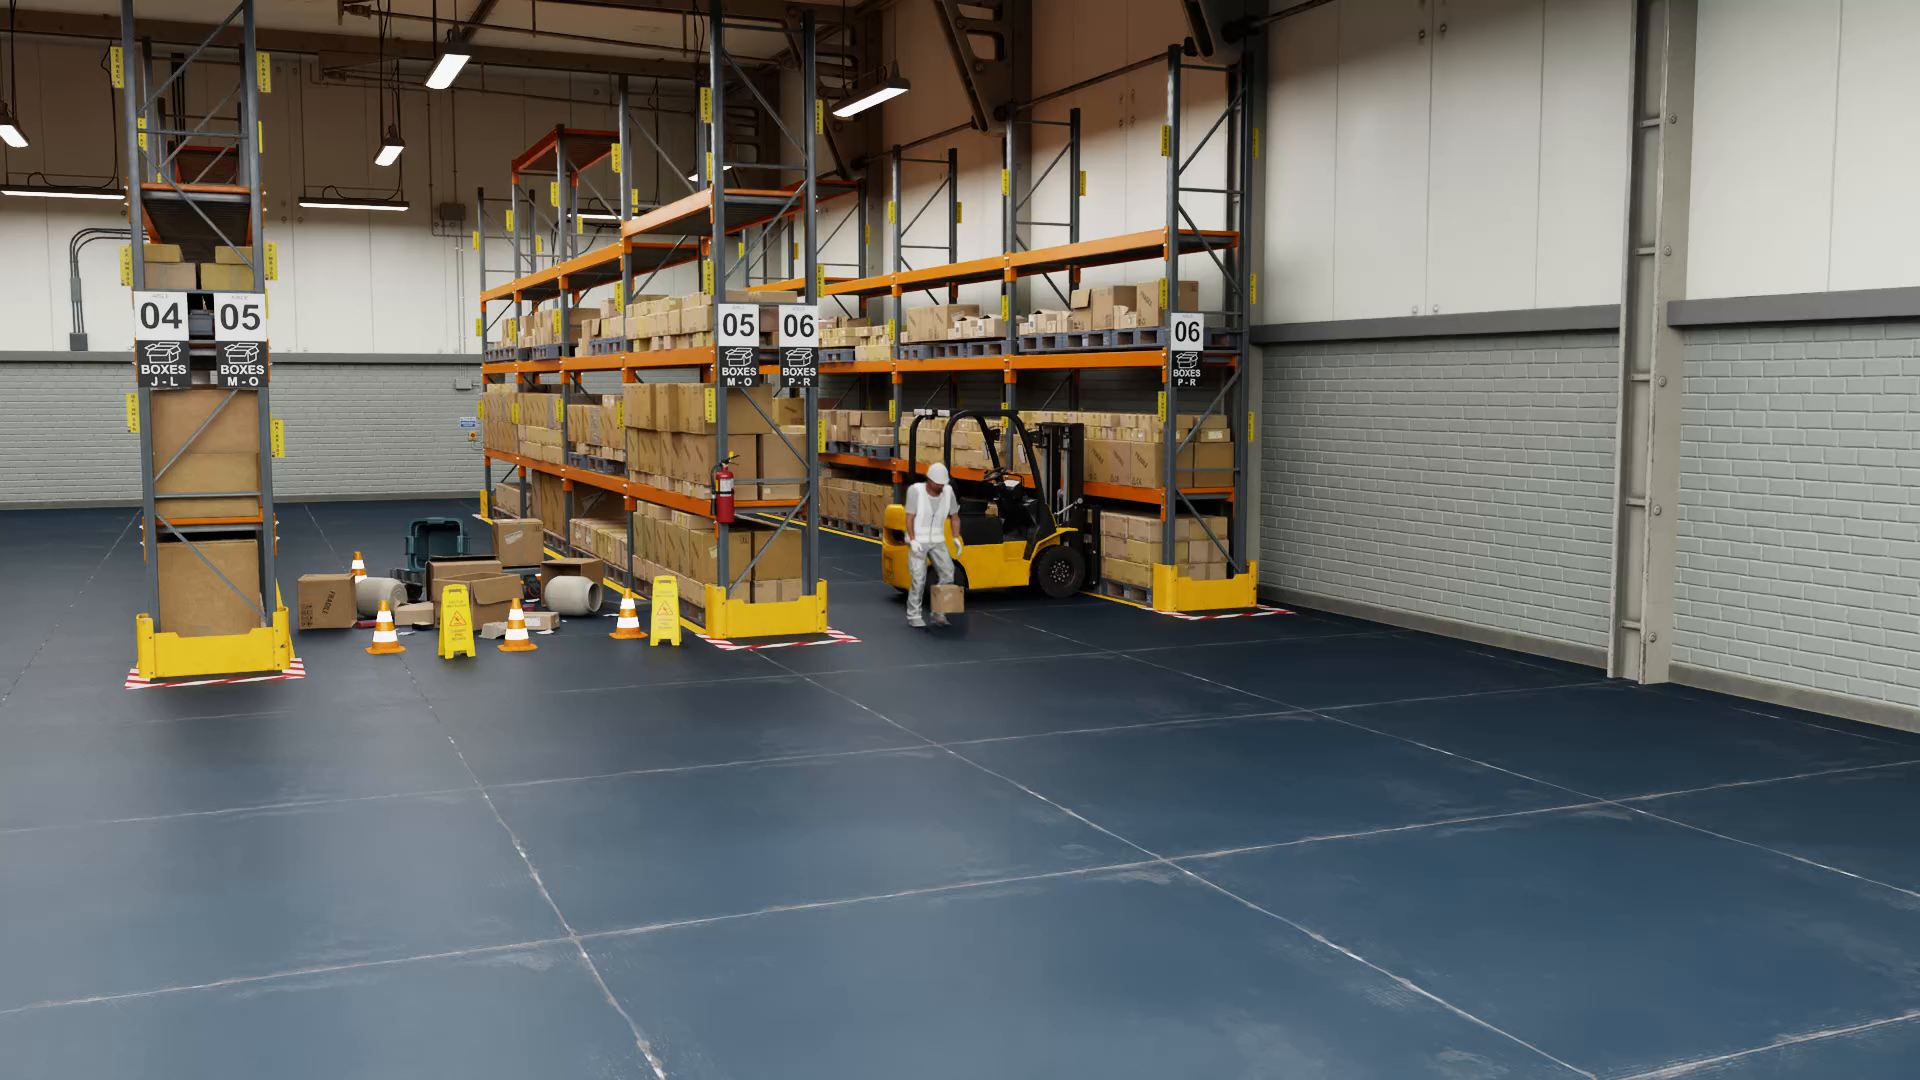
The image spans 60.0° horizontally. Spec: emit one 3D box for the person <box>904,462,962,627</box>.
[{"bbox_3d":[-0.280,0.041,16.821,0.591,1.663,0.559,-2,6,-22],"label":"person"}]
